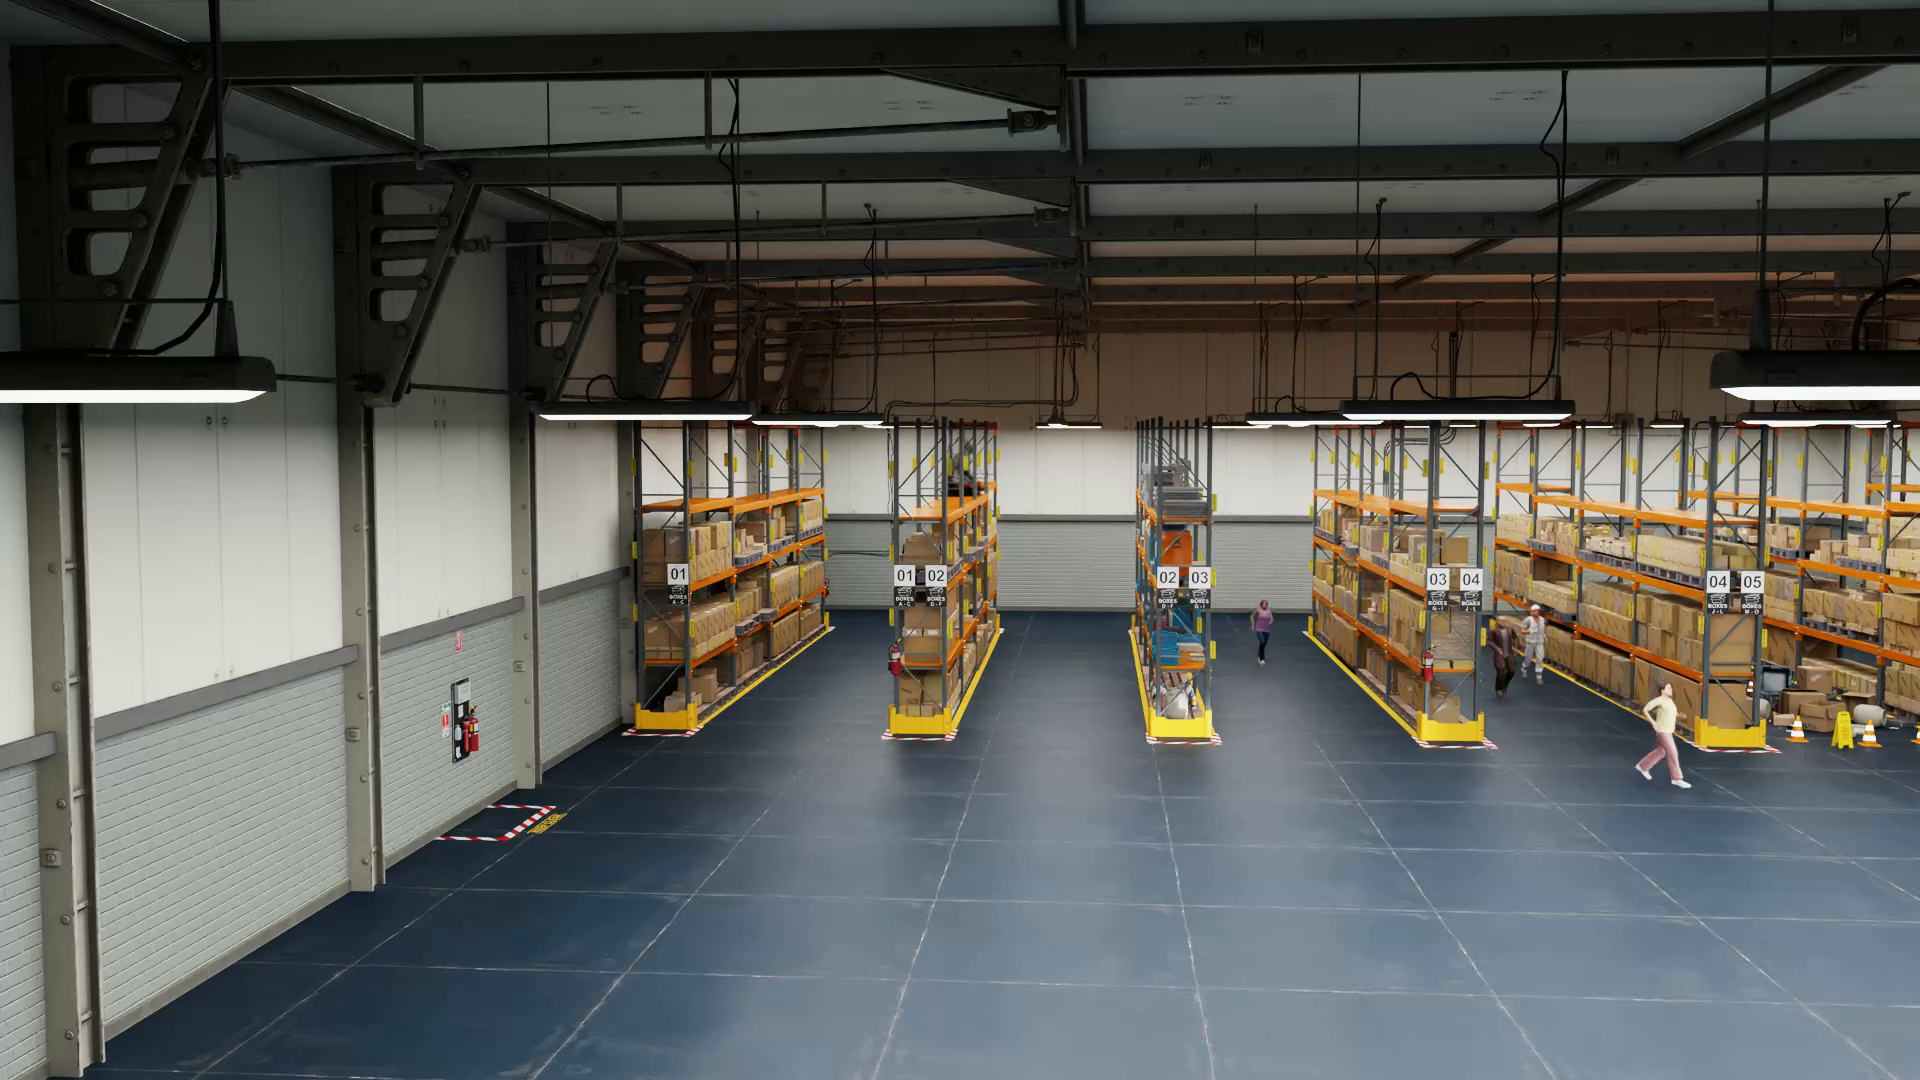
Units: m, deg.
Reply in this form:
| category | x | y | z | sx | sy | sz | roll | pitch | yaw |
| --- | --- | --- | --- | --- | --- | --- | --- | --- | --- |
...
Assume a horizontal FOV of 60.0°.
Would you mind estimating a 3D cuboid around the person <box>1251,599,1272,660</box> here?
| category | x | y | z | sx | sy | sz | roll | pitch | yaw |
| --- | --- | --- | --- | --- | --- | --- | --- | --- | --- |
| person | 7.393 | 2.186 | 40.694 | 0.439 | 1.478 | 0.782 | -1 | 4 | -10 |

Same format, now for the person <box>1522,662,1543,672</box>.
| category | x | y | z | sx | sy | sz | roll | pitch | yaw |
| --- | --- | --- | --- | --- | --- | --- | --- | --- | --- |
| person | 12.975 | 2.849 | 37.672 | 0.291 | 0.239 | 0.586 | 0 | 4 | -3 |
